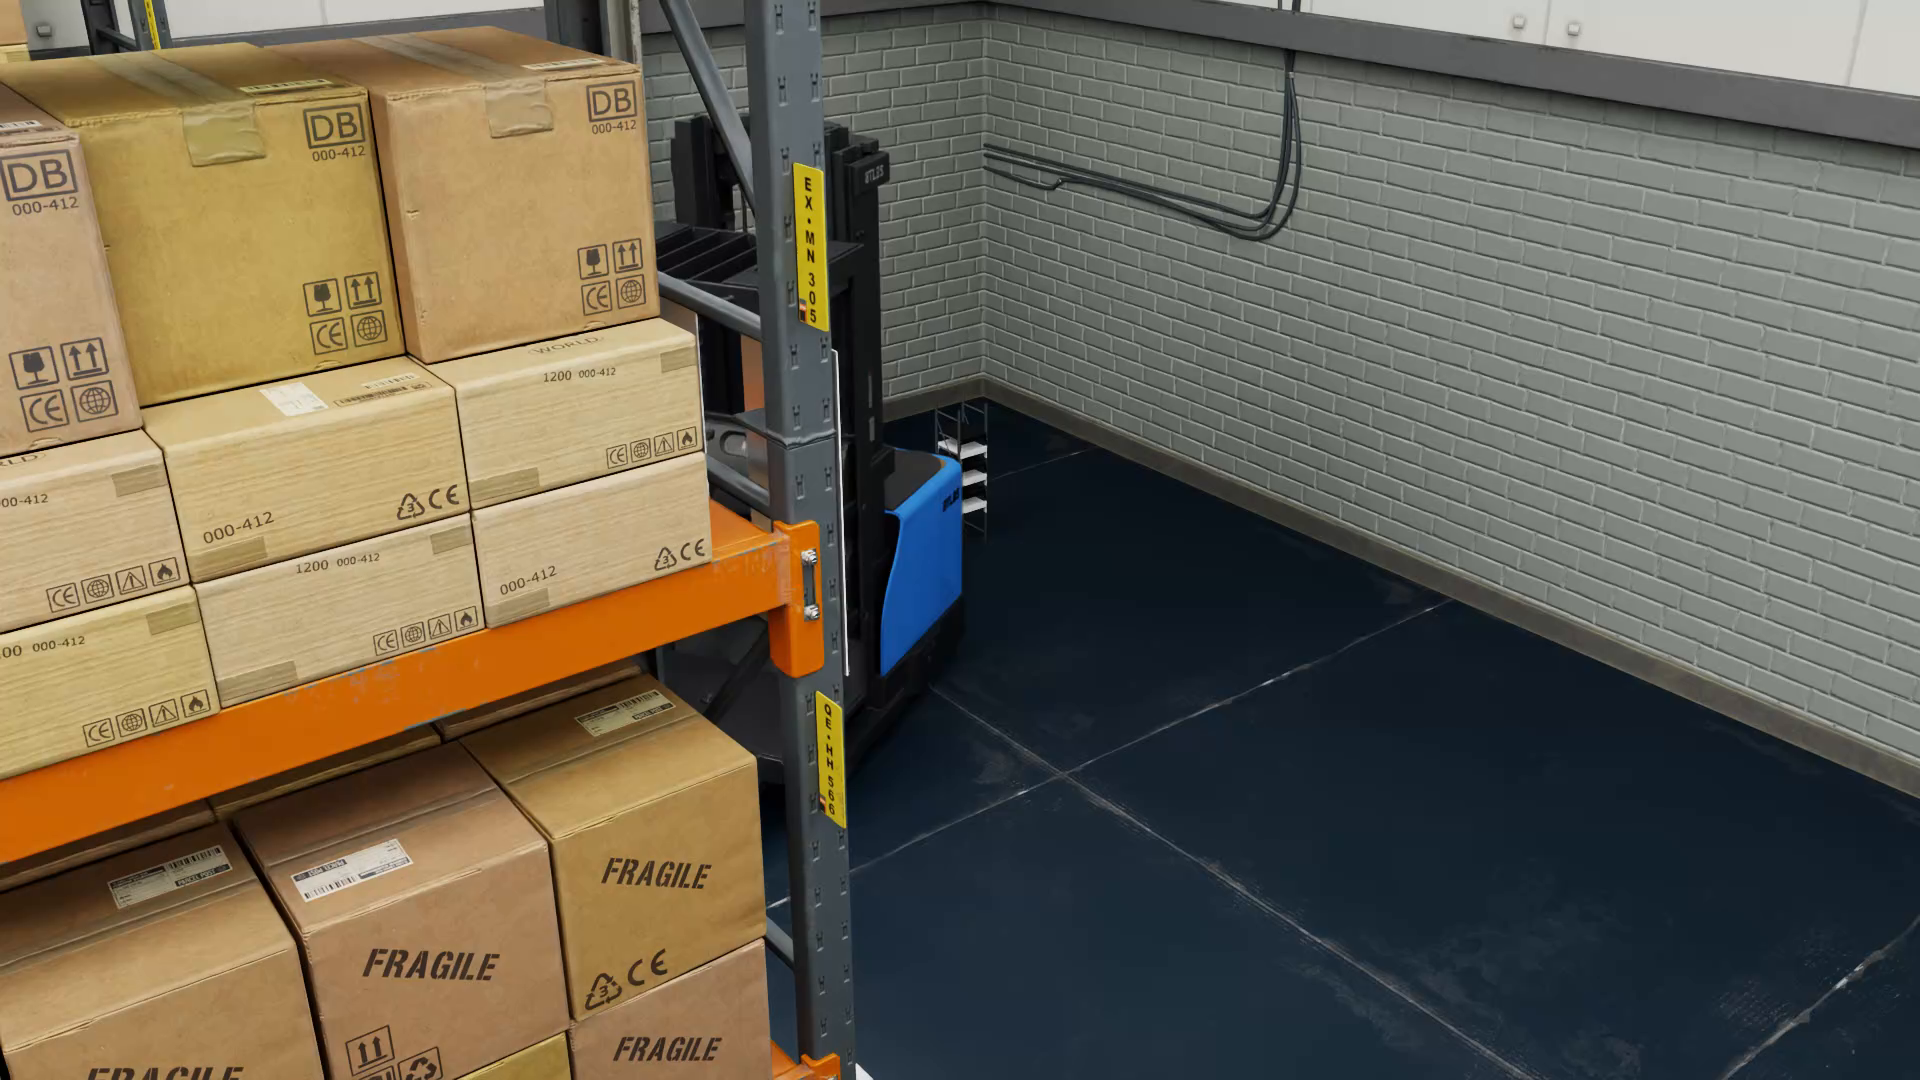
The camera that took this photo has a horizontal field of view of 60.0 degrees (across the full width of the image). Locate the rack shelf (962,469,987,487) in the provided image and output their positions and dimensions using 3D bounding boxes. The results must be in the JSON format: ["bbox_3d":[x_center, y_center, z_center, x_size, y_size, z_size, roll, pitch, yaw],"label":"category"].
[{"bbox_3d":[0.006,-0.380,10.079,0.200,0.077,0.258,-18,31,-34],"label":"rack shelf"}]

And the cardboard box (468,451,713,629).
[{"bbox_3d":[-0.866,-0.083,3.481,0.500,0.250,0.500,-18,31,-34],"label":"cardboard box"}]

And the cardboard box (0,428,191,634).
[{"bbox_3d":[-1.661,-0.054,2.825,0.500,0.250,0.500,-18,31,-34],"label":"cardboard box"}]

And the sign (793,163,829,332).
[{"bbox_3d":[-0.298,-0.585,3.332,0.005,0.325,0.100,-18,31,-34],"label":"sign"}]

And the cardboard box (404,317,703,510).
[{"bbox_3d":[-0.872,-0.313,3.382,0.500,0.250,0.500,-18,31,-34],"label":"cardboard box"}]

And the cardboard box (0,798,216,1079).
[{"bbox_3d":[-1.940,0.784,3.691,0.500,0.500,0.500,-18,30,-33],"label":"cardboard box"}]

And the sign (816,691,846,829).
[{"bbox_3d":[-0.298,0.509,3.839,0.005,0.325,0.100,-18,31,-34],"label":"sign"}]

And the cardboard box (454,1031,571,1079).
[{"bbox_3d":[-1.215,1.286,3.798,0.500,0.500,0.500,-18,30,-34],"label":"cardboard box"}]

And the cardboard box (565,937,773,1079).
[{"bbox_3d":[-0.809,1.150,4.091,0.500,0.500,0.500,-17,30,-32],"label":"cardboard box"}]

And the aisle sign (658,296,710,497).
[{"bbox_3d":[-0.752,-0.306,4.258,0.004,0.787,0.394,-18,31,-34],"label":"aisle sign"}]

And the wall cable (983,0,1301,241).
[{"bbox_3d":[0.987,-3.315,10.392,0.112,2.526,3.097,-18,31,-34],"label":"wall cable"}]

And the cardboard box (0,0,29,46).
[{"bbox_3d":[-4.092,-2.240,6.619,0.500,0.500,0.500,-18,31,-34],"label":"cardboard box"}]

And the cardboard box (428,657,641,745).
[{"bbox_3d":[-1.137,0.517,4.265,0.500,0.500,0.500,-17,30,-33],"label":"cardboard box"}]

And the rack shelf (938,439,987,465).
[{"bbox_3d":[0.006,-0.543,10.003,0.200,0.077,0.258,-18,31,-34],"label":"rack shelf"}]

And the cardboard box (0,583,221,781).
[{"bbox_3d":[-1.652,0.177,2.920,0.500,0.250,0.500,-18,31,-34],"label":"cardboard box"}]

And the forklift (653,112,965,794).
[{"bbox_3d":[-1.019,-0.292,7.397,1.130,2.935,3.031,10,27,21],"label":"forklift"}]

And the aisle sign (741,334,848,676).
[{"bbox_3d":[-0.382,-0.107,3.829,0.004,0.787,0.394,-18,31,-34],"label":"aisle sign"}]

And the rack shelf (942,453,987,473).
[{"bbox_3d":[0.006,-0.462,10.041,0.200,0.077,0.258,-18,31,-34],"label":"rack shelf"}]

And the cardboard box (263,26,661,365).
[{"bbox_3d":[-1.019,-0.732,3.395,0.500,0.500,0.700,-18,31,-34],"label":"cardboard box"}]

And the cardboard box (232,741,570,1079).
[{"bbox_3d":[-1.202,0.828,3.597,0.500,0.500,0.500,-17,30,-33],"label":"cardboard box"}]

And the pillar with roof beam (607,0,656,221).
[{"bbox_3d":[0.563,-2.935,5.884,0.400,9.000,9.100,-18,31,-34],"label":"pillar with roof beam"}]

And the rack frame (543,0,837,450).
[{"bbox_3d":[-0.625,-1.733,3.294,0.127,3.000,1.000,-18,31,-34],"label":"rack frame"}]

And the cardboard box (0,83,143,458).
[{"bbox_3d":[-1.792,-0.465,2.819,0.500,0.500,0.700,-18,31,-34],"label":"cardboard box"}]

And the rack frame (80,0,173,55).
[{"bbox_3d":[-3.684,-3.373,6.828,0.127,3.000,1.000,-18,31,-34],"label":"rack frame"}]

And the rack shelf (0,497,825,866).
[{"bbox_3d":[-2.199,0.474,2.958,4.000,0.370,1.077,-18,31,-34],"label":"rack shelf"}]

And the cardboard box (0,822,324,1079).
[{"bbox_3d":[-1.607,0.964,3.303,0.500,0.500,0.500,-17,30,-33],"label":"cardboard box"}]

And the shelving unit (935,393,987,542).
[{"bbox_3d":[0.006,-0.410,10.065,0.210,0.900,0.258,-18,31,-34],"label":"shelving unit"}]

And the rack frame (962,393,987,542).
[{"bbox_3d":[0.086,-0.437,10.122,0.006,0.900,0.240,-18,31,-34],"label":"rack frame"}]

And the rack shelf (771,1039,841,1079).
[{"bbox_3d":[-2.199,1.834,3.589,4.000,0.370,1.077,-18,31,-34],"label":"rack shelf"}]

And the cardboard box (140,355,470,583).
[{"bbox_3d":[-1.265,-0.183,3.102,0.500,0.250,0.500,-18,31,-34],"label":"cardboard box"}]

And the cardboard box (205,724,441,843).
[{"bbox_3d":[-1.543,0.656,3.967,0.500,0.500,0.500,-18,30,-34],"label":"cardboard box"}]

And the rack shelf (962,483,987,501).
[{"bbox_3d":[0.006,-0.298,10.117,0.200,0.077,0.258,-18,31,-34],"label":"rack shelf"}]

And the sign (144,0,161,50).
[{"bbox_3d":[-3.361,-2.195,6.895,0.005,0.325,0.100,-18,31,-34],"label":"sign"}]

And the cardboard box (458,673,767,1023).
[{"bbox_3d":[-0.805,0.696,3.880,0.500,0.500,0.500,-19,31,-34],"label":"cardboard box"}]

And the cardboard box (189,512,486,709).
[{"bbox_3d":[-1.267,0.043,3.209,0.500,0.250,0.500,-18,31,-34],"label":"cardboard box"}]

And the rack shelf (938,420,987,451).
[{"bbox_3d":[0.006,-0.625,9.965,0.200,0.077,0.258,-18,31,-34],"label":"rack shelf"}]

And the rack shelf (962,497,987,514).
[{"bbox_3d":[0.006,-0.217,10.155,0.200,0.077,0.258,-18,31,-34],"label":"rack shelf"}]

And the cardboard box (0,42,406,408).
[{"bbox_3d":[-1.465,-0.630,3.175,0.500,0.500,0.700,-18,31,-34],"label":"cardboard box"}]

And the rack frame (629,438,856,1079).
[{"bbox_3d":[-0.625,0.988,4.557,0.127,3.000,1.000,-18,31,-34],"label":"rack frame"}]

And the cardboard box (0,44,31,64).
[{"bbox_3d":[-4.097,-1.902,6.782,0.500,0.250,0.500,-17,30,-33],"label":"cardboard box"}]

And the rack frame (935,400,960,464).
[{"bbox_3d":[-0.074,-0.384,10.008,0.006,0.900,0.240,-18,31,-34],"label":"rack frame"}]
